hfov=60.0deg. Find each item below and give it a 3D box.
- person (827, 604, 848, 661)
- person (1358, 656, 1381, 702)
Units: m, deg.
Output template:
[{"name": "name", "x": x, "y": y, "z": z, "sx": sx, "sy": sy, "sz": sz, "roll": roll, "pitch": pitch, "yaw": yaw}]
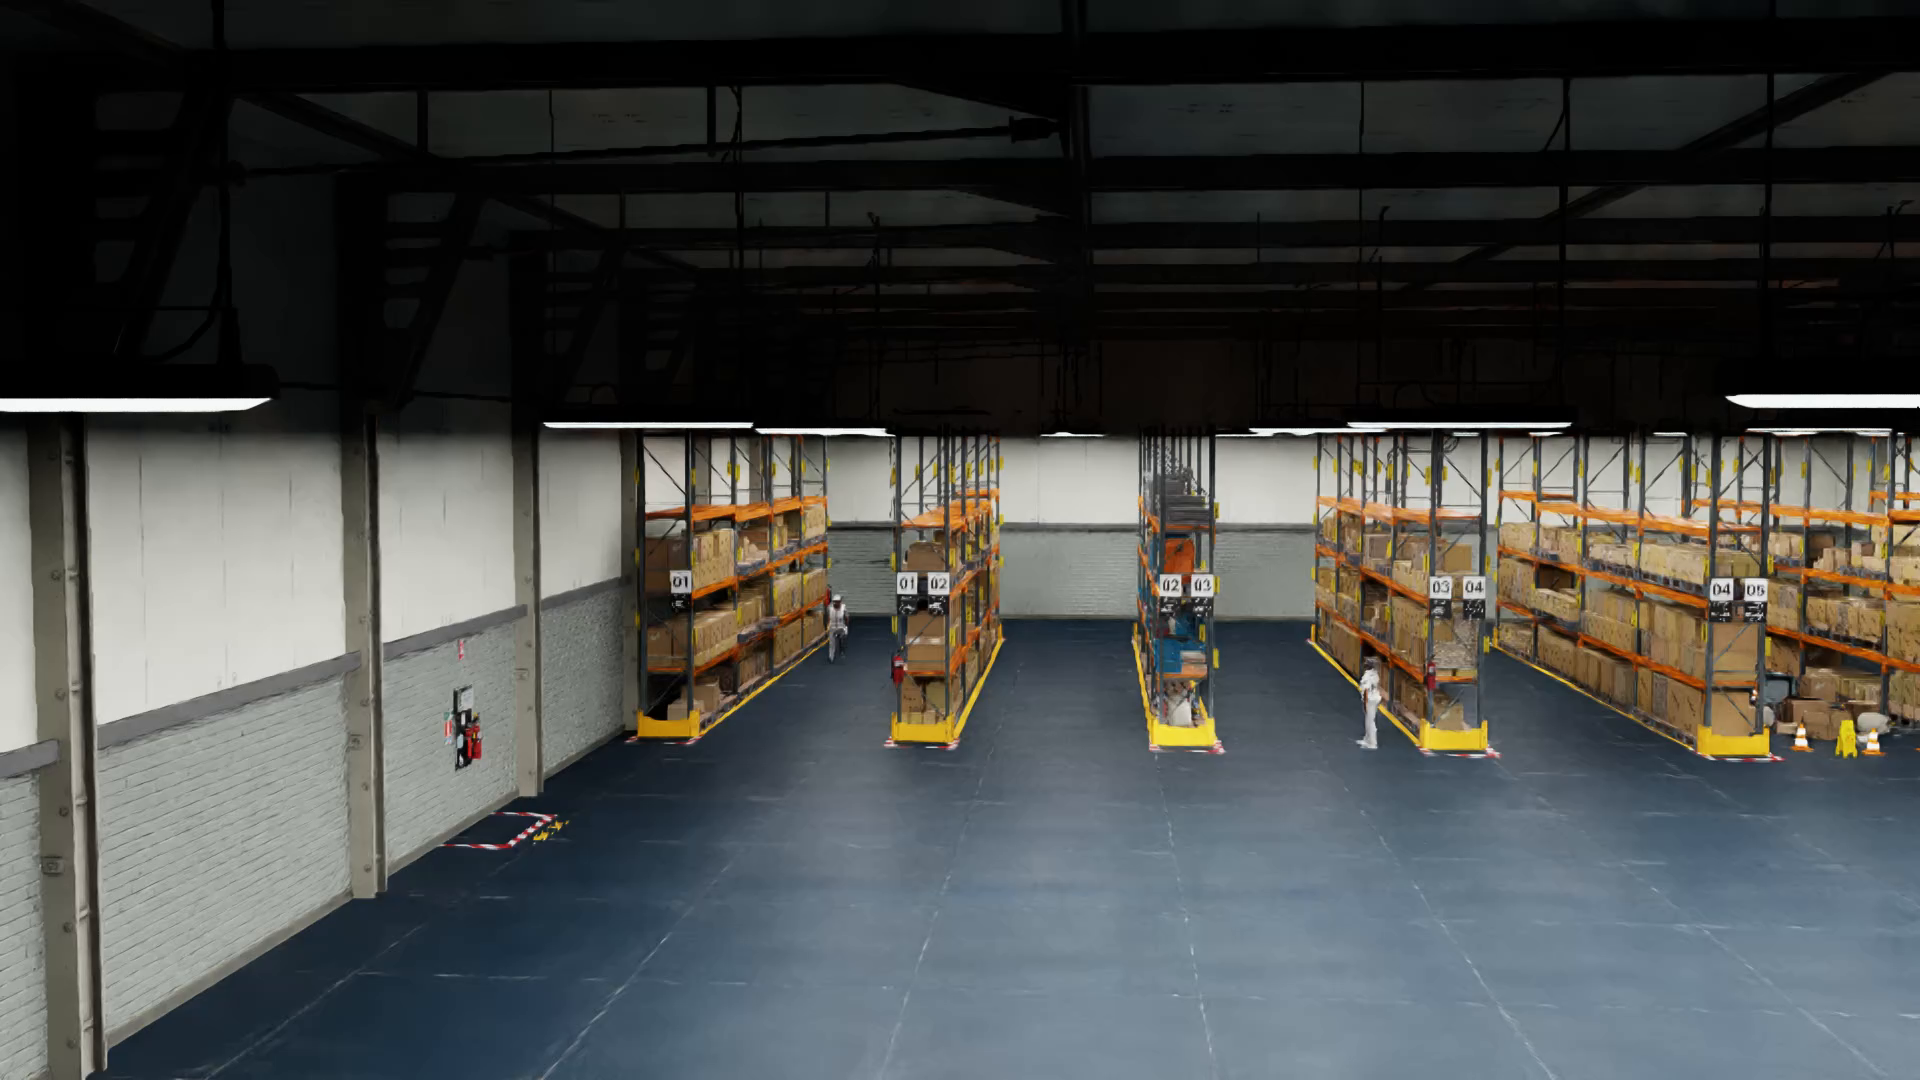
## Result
[{"name": "person", "x": -3.161, "y": 2.372, "z": 42.889, "sx": 0.544, "sy": 1.458, "sz": 1.127, "roll": 0, "pitch": 3, "yaw": 3}, {"name": "person", "x": 7.594, "y": 2.574, "z": 30.788, "sx": 0.357, "sy": 0.820, "sz": 0.410, "roll": 2, "pitch": 4, "yaw": 35}]
